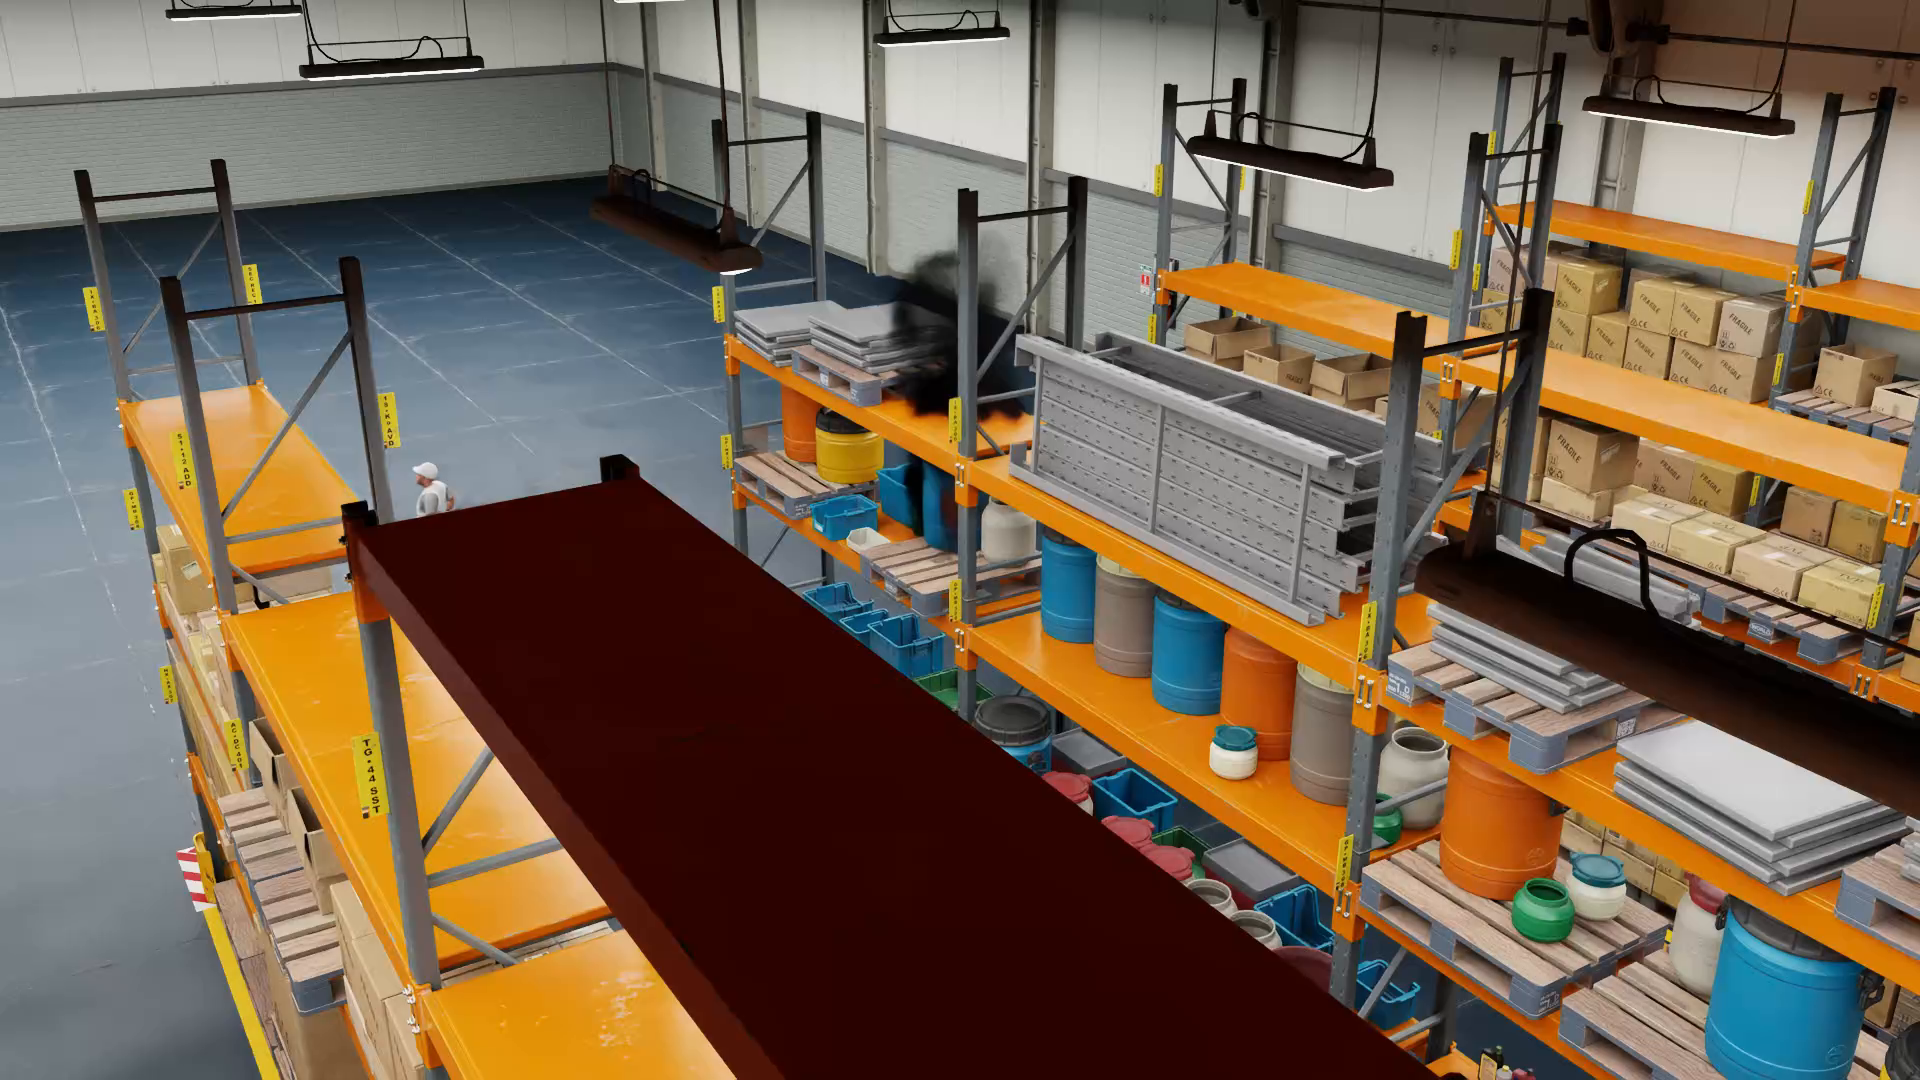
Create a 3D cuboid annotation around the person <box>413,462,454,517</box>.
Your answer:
[{"bbox_3d":[-5.994,-0.056,19.182,0.755,1.771,0.657,-1,22,-4],"label":"person"}]
